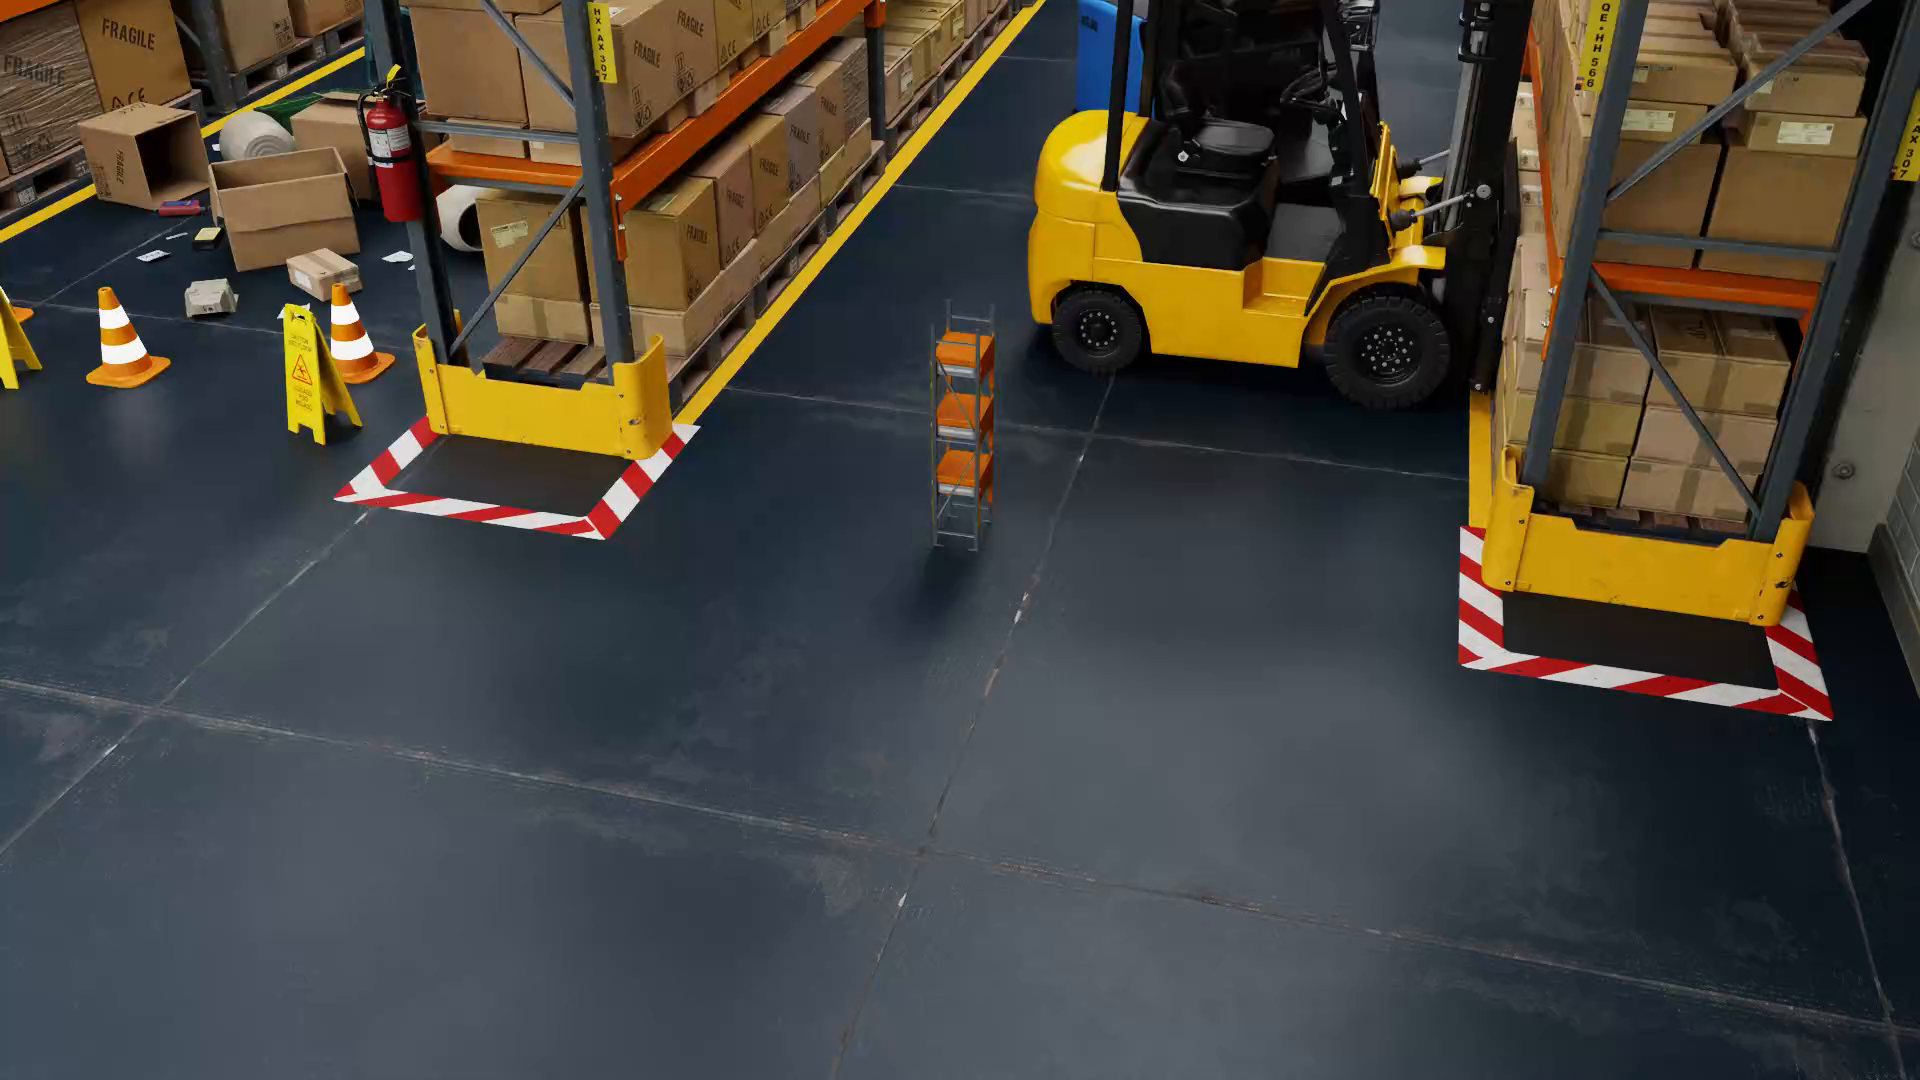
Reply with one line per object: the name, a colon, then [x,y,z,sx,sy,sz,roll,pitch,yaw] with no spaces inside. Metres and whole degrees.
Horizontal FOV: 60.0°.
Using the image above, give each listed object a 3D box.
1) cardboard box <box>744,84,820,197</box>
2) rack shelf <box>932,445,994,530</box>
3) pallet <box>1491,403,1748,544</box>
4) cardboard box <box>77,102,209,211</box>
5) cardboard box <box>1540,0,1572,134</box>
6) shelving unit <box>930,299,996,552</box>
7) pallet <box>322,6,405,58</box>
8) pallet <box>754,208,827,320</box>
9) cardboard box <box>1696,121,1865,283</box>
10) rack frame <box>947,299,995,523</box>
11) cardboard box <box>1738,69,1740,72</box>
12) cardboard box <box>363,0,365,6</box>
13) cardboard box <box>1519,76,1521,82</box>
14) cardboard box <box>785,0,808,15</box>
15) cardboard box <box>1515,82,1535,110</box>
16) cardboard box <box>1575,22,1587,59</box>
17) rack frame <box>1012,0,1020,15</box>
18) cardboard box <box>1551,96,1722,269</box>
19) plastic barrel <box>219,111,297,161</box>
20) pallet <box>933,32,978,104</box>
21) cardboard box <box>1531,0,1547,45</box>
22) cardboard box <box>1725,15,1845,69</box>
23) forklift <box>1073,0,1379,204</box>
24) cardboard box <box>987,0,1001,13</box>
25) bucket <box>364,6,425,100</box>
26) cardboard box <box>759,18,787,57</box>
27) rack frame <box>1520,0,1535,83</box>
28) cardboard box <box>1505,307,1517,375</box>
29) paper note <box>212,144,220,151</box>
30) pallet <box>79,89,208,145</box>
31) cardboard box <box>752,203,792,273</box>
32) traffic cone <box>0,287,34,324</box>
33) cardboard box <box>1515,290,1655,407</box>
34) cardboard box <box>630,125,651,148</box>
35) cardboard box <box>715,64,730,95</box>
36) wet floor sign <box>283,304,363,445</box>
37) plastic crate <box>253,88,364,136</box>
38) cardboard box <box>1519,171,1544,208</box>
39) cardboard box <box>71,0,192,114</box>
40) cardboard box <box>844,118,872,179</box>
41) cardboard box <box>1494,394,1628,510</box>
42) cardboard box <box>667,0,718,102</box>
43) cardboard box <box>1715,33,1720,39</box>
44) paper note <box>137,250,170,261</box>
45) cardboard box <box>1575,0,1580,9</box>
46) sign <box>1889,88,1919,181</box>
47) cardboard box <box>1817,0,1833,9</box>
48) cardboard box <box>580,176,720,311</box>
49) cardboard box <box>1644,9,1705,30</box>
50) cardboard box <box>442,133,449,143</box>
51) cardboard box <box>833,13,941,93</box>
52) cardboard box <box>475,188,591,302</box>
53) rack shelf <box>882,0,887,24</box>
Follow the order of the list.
cardboard box: [-1.139,-2.300,9.545,0.500,0.500,0.500,10,34,15]
rack shelf: [0.014,-0.227,7.167,0.215,0.259,0.240,8,33,12]
pallet: [2.948,-0.316,7.550,1.003,0.211,1.213,8,33,12]
cardboard box: [-5.208,-2.462,10.655,0.500,0.500,0.500,14,35,21]
cardboard box: [3.052,-2.220,7.853,0.500,0.500,0.500,8,33,13]
shelving unit: [0.014,-0.471,7.012,0.215,1.050,0.252,8,33,12]
pallet: [-5.376,-4.330,13.865,1.003,0.211,1.213,8,33,12]
pallet: [-1.437,-1.675,9.687,1.003,0.211,1.213,8,33,12]
cardboard box: [3.188,-1.352,6.487,0.500,0.500,0.500,9,34,14]
rack frame: [0.045,-0.534,7.112,0.200,1.050,0.008,8,33,12]
cardboard box: [3.203,-1.814,6.610,0.380,0.149,0.250,7,33,12]
cardboard box: [-5.252,-5.007,14.036,1.050,0.750,0.750,9,33,13]
cardboard box: [4.135,-3.015,11.019,0.875,0.625,0.625,8,33,12]
cardboard box: [-1.116,-3.205,9.125,0.500,0.500,0.500,9,34,14]
cardboard box: [3.383,-2.396,9.463,0.500,0.250,0.500,8,33,12]
cardboard box: [2.868,-2.159,7.153,0.380,0.149,0.250,7,33,11]
rack frame: [0.022,-5.916,13.759,1.000,3.000,0.127,8,33,12]
cardboard box: [2.665,-1.424,6.600,0.500,0.500,0.500,7,33,11]
plastic barrel: [-4.611,-2.577,10.908,0.421,0.421,0.512,-21,38,-29]
pallet: [-0.489,-3.702,12.877,1.003,0.211,1.213,8,33,12]
cardboard box: [3.444,-3.013,9.101,0.500,0.500,0.500,7,33,11]
cardboard box: [3.238,-1.947,6.542,0.380,0.149,0.250,9,33,13]
forklift: [1.866,-3.331,9.758,1.130,2.935,3.031,-15,35,-22]
cardboard box: [-0.131,-4.692,13.893,0.950,0.372,0.625,6,33,9]
bucket: [-3.611,-3.337,11.337,0.726,0.611,0.620,20,28,29]
cardboard box: [-1.158,-2.731,8.984,0.380,0.149,0.250,8,33,13]
rack frame: [3.809,-3.166,9.434,1.000,3.000,0.127,8,33,12]
cardboard box: [2.753,-0.872,7.531,0.500,0.250,0.500,8,33,12]
paper note: [-5.101,-2.736,11.525,0.147,0.020,0.142,-14,35,-21]
pallet: [-6.075,-2.901,11.616,1.003,0.211,1.213,8,33,12]
cardboard box: [-1.273,-1.711,9.316,0.500,0.250,0.500,10,34,16]
traffic cone: [-5.313,-1.397,9.017,0.336,0.463,0.334,8,33,12]
cardboard box: [2.609,-0.810,6.968,0.500,0.250,0.500,9,34,14]
cardboard box: [-1.671,-1.939,7.739,0.380,0.149,0.250,9,33,13]
cardboard box: [-1.383,-2.330,8.353,0.380,0.149,0.250,9,34,14]
wet floor sign: [-3.091,-0.818,7.935,0.267,0.644,0.232,20,38,29]
plastic crate: [-4.583,-3.030,11.788,0.662,0.188,0.450,-28,32,-37]
cardboard box: [2.988,-1.601,8.213,0.500,0.250,0.500,7,33,11]
cardboard box: [-6.034,-3.425,11.431,0.875,0.875,0.875,9,33,13]
cardboard box: [-0.883,-2.513,10.579,0.500,0.250,0.500,10,34,15]
cardboard box: [2.608,-0.394,7.245,0.500,0.250,0.500,8,33,13]
cardboard box: [-1.491,-2.409,7.873,0.500,0.500,0.500,9,34,14]
cardboard box: [3.542,-2.339,7.436,0.380,0.149,0.250,8,33,12]
paper note: [-4.792,-1.693,9.886,0.144,0.017,0.142,20,38,29]
cardboard box: [2.908,-2.422,7.289,0.380,0.149,0.250,9,33,13]
sign: [3.329,-1.410,5.792,0.100,0.325,0.005,8,33,12]
cardboard box: [3.520,-2.336,7.154,0.380,0.149,0.250,7,33,11]
cardboard box: [-1.530,-1.491,8.272,0.500,0.500,0.500,7,33,11]
cardboard box: [2.754,-2.018,6.653,0.380,0.149,0.250,9,33,13]
cardboard box: [-3.276,-2.555,11.022,0.258,0.266,0.396,-14,35,-21]
cardboard box: [-0.683,-3.554,12.103,0.950,0.372,0.625,10,34,15]
cardboard box: [-2.057,-1.549,8.363,0.500,0.500,0.500,8,33,13]
rack shelf: [-0.485,-4.574,12.320,1.077,0.370,4.000,8,33,12]
